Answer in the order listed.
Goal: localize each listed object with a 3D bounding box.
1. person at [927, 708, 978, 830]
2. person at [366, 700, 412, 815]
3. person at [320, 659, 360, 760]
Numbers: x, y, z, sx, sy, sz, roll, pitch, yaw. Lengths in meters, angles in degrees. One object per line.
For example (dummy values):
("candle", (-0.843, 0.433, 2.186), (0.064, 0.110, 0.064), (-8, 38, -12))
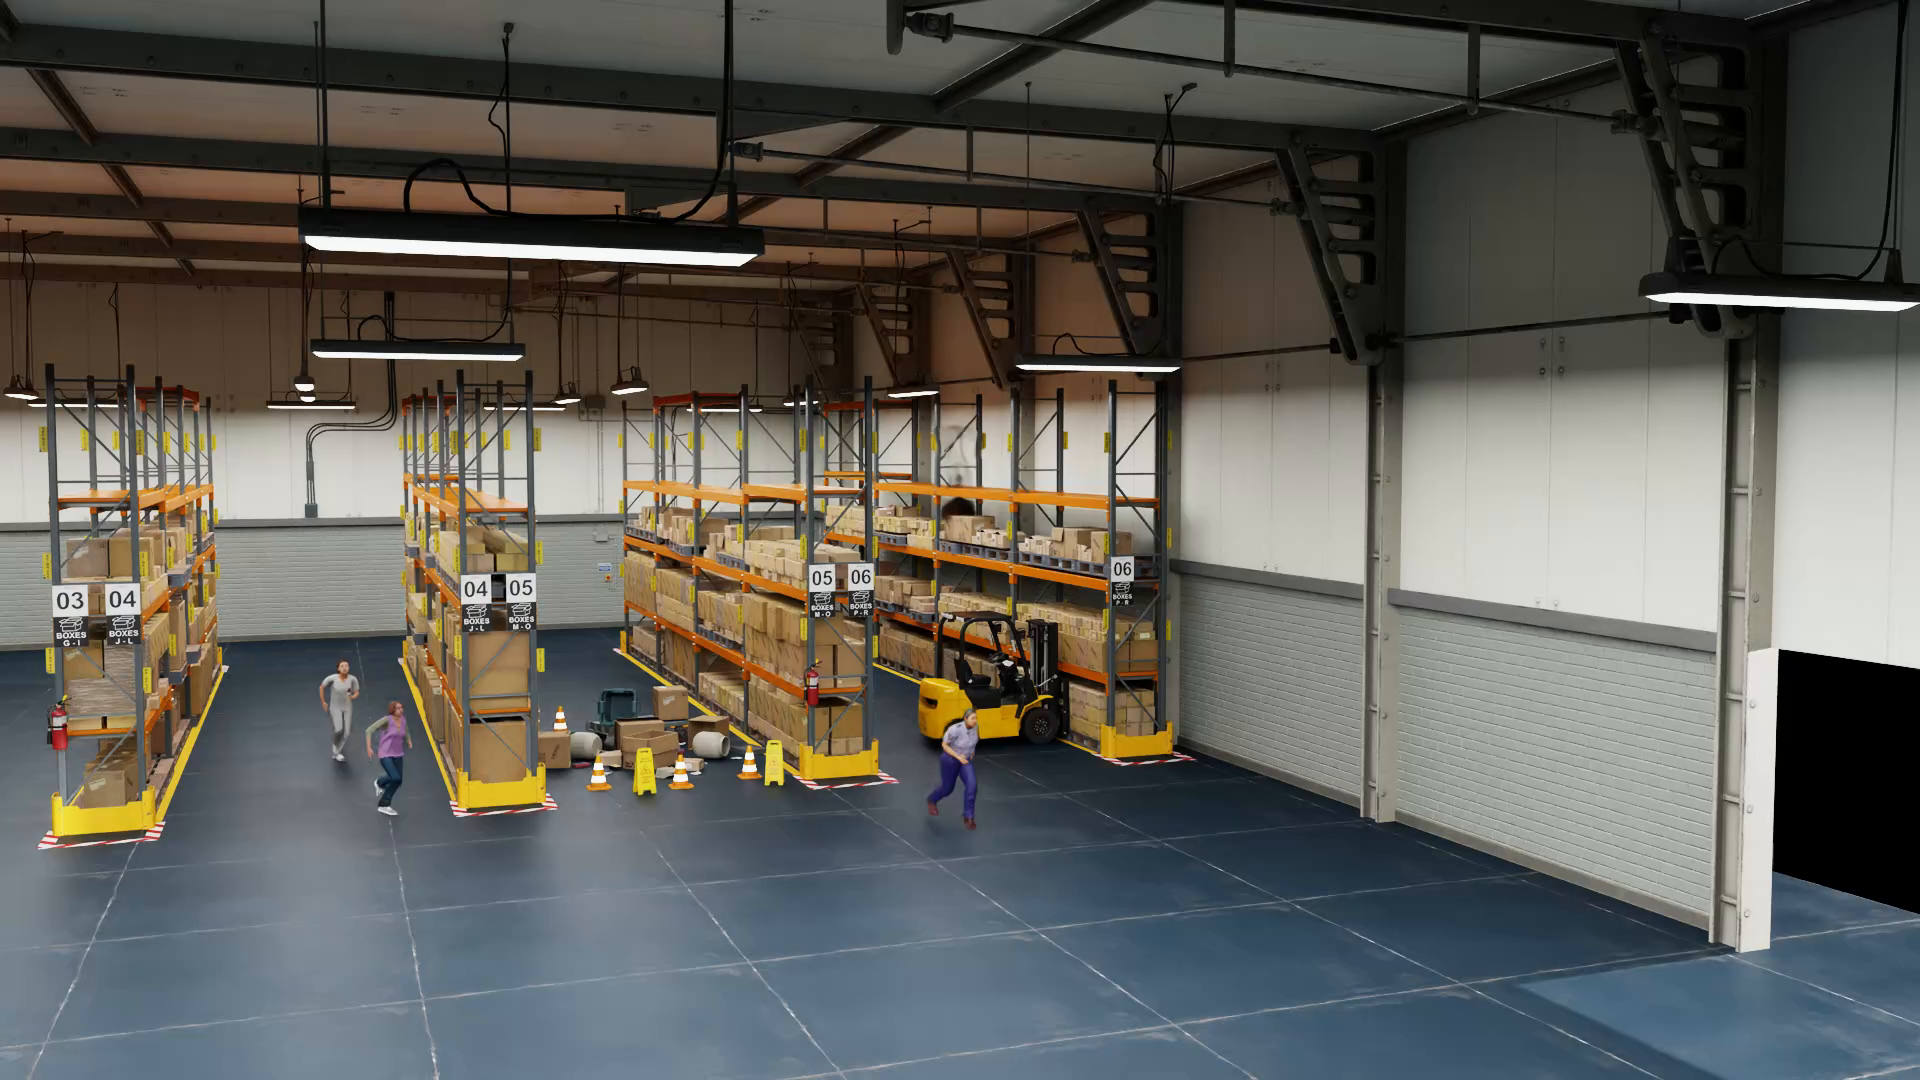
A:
("person", (-0.084, 2.965, 21.850), (0.642, 1.613, 0.975), (-3, 5, -43))
("person", (-7.646, 2.932, 22.394), (0.615, 1.550, 0.573), (2, 4, 34))
("person", (-9.678, 2.661, 26.008), (0.557, 1.603, 0.641), (-2, 4, -33))
